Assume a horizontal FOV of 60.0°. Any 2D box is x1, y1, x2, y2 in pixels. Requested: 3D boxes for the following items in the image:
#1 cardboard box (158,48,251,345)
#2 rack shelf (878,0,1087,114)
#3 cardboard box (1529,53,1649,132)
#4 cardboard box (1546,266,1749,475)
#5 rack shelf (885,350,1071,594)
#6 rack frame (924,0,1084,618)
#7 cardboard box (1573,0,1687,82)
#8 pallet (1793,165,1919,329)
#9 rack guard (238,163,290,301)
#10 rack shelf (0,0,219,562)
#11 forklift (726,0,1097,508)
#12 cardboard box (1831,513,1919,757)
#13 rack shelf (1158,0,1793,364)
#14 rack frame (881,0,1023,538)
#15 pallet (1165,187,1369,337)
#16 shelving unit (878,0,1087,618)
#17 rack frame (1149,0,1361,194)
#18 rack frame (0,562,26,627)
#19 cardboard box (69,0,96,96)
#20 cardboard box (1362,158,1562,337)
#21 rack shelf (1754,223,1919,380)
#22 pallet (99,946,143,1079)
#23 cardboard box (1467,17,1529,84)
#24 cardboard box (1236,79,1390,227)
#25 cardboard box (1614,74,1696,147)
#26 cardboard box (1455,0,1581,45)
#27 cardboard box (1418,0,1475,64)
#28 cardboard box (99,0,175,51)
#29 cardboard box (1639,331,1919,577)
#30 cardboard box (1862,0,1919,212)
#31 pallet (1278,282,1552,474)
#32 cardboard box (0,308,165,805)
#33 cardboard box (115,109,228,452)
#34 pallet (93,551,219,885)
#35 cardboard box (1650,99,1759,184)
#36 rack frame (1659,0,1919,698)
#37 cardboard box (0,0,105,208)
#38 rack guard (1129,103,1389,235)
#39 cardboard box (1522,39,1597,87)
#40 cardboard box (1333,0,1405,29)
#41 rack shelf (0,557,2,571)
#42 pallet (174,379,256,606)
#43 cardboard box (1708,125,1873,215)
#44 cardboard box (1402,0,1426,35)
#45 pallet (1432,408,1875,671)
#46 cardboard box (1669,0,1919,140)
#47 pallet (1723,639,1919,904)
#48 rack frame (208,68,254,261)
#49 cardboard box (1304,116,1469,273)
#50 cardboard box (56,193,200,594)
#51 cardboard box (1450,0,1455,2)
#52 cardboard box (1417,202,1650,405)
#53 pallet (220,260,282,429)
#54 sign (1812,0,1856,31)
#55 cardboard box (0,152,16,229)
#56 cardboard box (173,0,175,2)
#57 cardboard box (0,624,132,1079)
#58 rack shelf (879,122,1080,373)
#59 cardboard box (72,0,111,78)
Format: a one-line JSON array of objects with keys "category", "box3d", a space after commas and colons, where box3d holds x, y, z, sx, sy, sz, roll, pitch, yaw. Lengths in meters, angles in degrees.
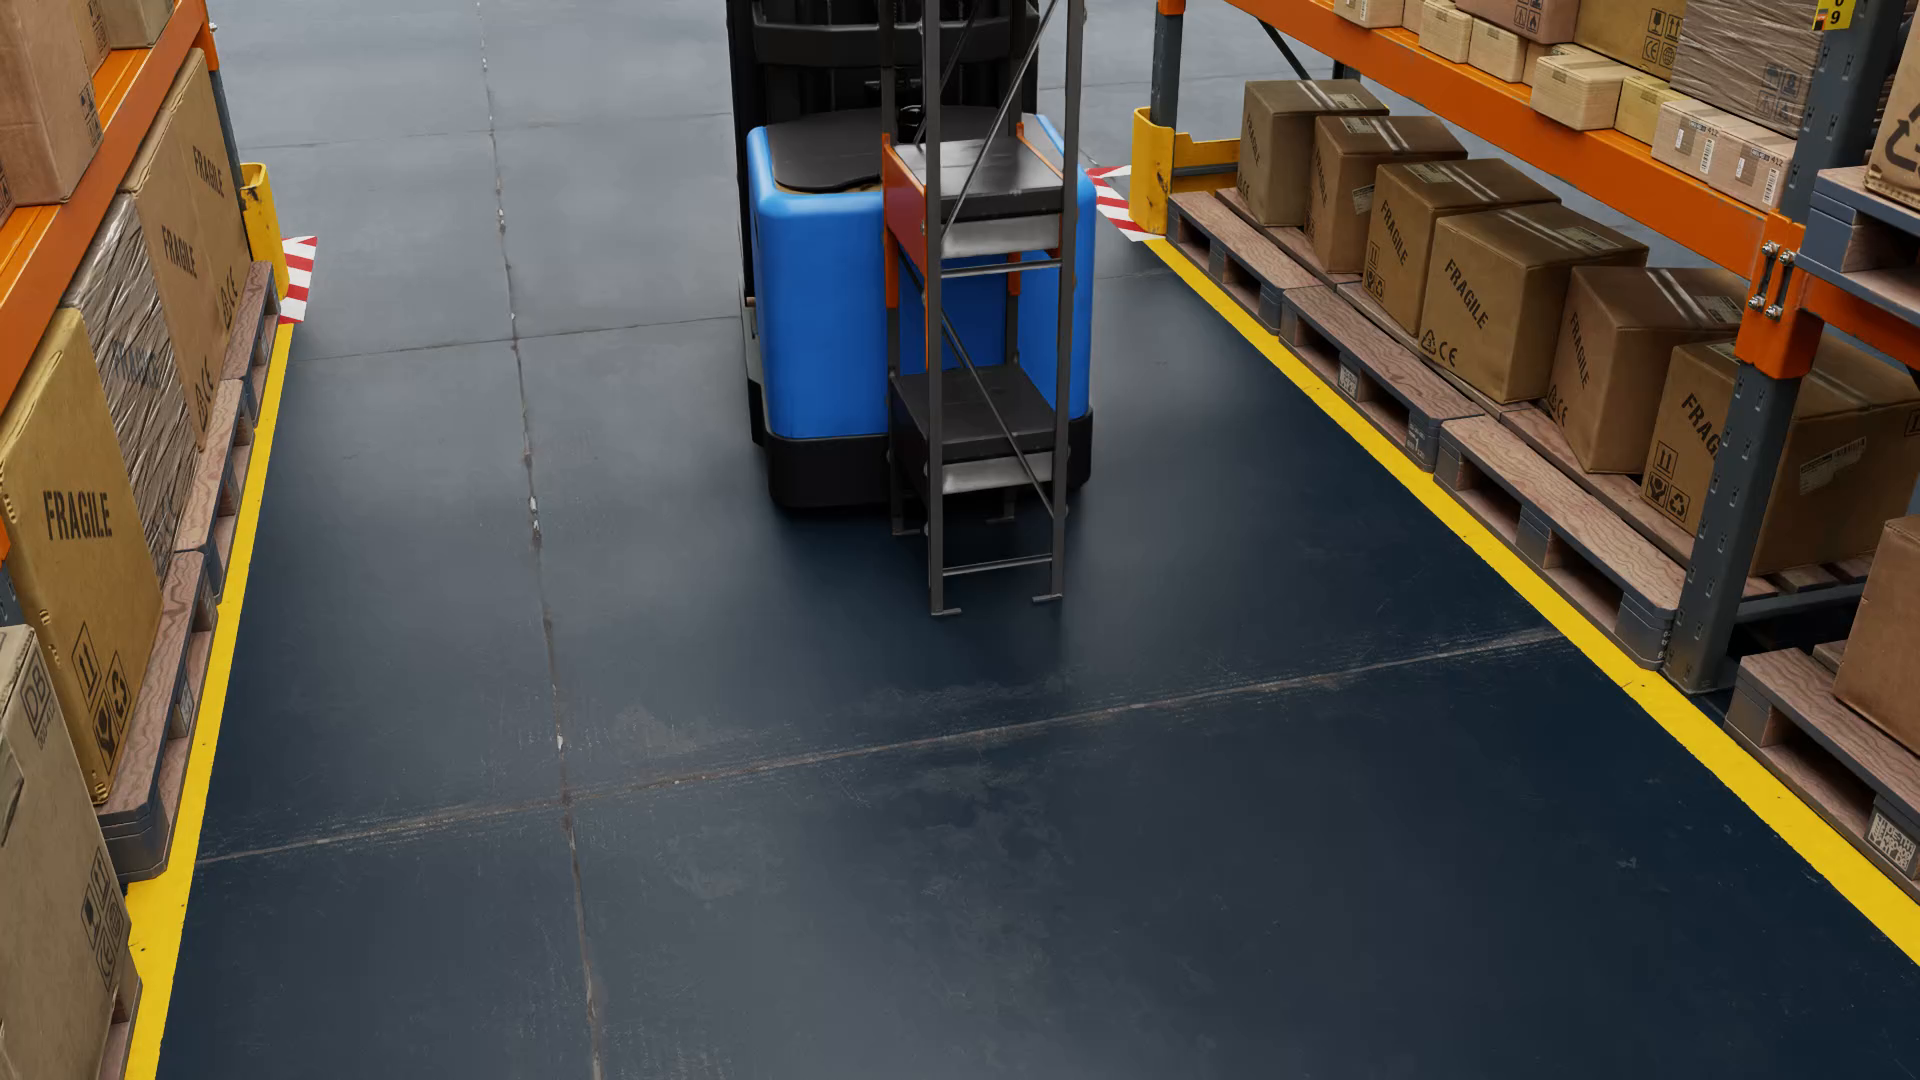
[{"category": "cardboard box", "box3d": [-3.189, -1.230, 6.083, 0.875, 0.875, 0.875, -8, 31, -13]}, {"category": "rack shelf", "box3d": [0.044, -1.423, 4.242, 0.431, 0.518, 0.480, -8, 31, -13]}, {"category": "cardboard box", "box3d": [1.858, -1.278, 4.715, 0.380, 0.149, 0.250, -8, 31, -13]}, {"category": "cardboard box", "box3d": [2.211, -0.540, 5.264, 0.500, 0.500, 0.500, 2, 30, 3]}, {"category": "rack shelf", "box3d": [0.044, -0.211, 4.943, 0.431, 0.518, 0.480, -8, 31, -13]}, {"category": "rack frame", "box3d": [0.109, -0.711, 4.382, 0.400, 2.100, 0.015, -8, 31, -13]}, {"category": "cardboard box", "box3d": [2.280, -1.609, 4.639, 0.875, 0.500, 0.500, -8, 31, -13]}, {"category": "pallet", "box3d": [2.501, -0.494, 3.301, 1.003, 0.211, 1.213, -8, 31, -13]}, {"category": "rack guard", "box3d": [-3.439, -1.217, 6.853, 1.175, 0.500, 0.348, -8, 31, -13]}, {"category": "rack shelf", "box3d": [-2.901, -1.009, 4.718, 1.077, 0.370, 4.000, -8, 31, -13]}, {"category": "forklift", "box3d": [-0.305, -2.088, 5.932, 1.130, 2.935, 3.031, -4, 30, -8]}, {"category": "cardboard box", "box3d": [2.581, 0.225, 3.923, 0.700, 0.500, 0.500, -10, 32, -17]}, {"category": "rack shelf", "box3d": [1.908, -1.620, 5.773, 1.077, 0.370, 4.000, -8, 31, -13]}, {"category": "rack frame", "box3d": [-0.021, -0.947, 4.789, 0.400, 2.100, 0.015, -8, 31, -13]}, {"category": "pallet", "box3d": [1.578, -1.257, 7.211, 1.003, 0.211, 1.213, -8, 31, -13]}, {"category": "shelving unit", "box3d": [0.044, -0.829, 4.586, 0.431, 2.100, 0.503, -8, 31, -13]}, {"category": "rack frame", "box3d": [1.377, -2.897, 7.262, 1.000, 3.000, 0.127, -8, 31, -13]}, {"category": "rack frame", "box3d": [-2.371, -0.355, 2.869, 1.000, 3.000, 0.127, -8, 31, -13]}, {"category": "cardboard box", "box3d": [-2.915, -1.378, 4.487, 0.875, 0.550, 0.500, -8, 31, -13]}, {"category": "cardboard box", "box3d": [1.866, -1.105, 6.240, 0.500, 0.500, 0.500, -5, 30, -9]}, {"category": "rack shelf", "box3d": [2.969, 0.312, 2.435, 1.077, 0.370, 4.000, -8, 31, -13]}, {"category": "pallet", "box3d": [-2.093, 1.215, 2.941, 1.003, 0.211, 1.213, -8, 31, -13]}, {"category": "cardboard box", "box3d": [1.814, -1.532, 5.153, 0.380, 0.149, 0.250, -8, 31, -13]}, {"category": "cardboard box", "box3d": [1.526, -1.694, 7.258, 0.500, 0.500, 0.500, -2, 30, -4]}, {"category": "cardboard box", "box3d": [2.032, -1.172, 4.532, 0.380, 0.149, 0.250, -8, 31, -13]}, {"category": "cardboard box", "box3d": [2.050, -1.837, 5.033, 0.875, 0.500, 0.500, -8, 31, -13]}, {"category": "cardboard box", "box3d": [1.714, -1.648, 5.354, 0.380, 0.149, 0.250, -8, 31, -13]}, {"category": "cardboard box", "box3d": [-3.123, -1.916, 5.416, 0.875, 0.550, 0.550, -8, 31, -13]}, {"category": "cardboard box", "box3d": [2.371, -0.264, 4.788, 0.500, 0.500, 0.500, -9, 31, -15]}, {"category": "cardboard box", "box3d": [2.514, -1.005, 2.973, 1.000, 1.000, 1.000, -8, 31, -13]}, {"category": "pallet", "box3d": [1.899, -0.669, 6.195, 1.003, 0.211, 1.213, -8, 31, -13]}, {"category": "cardboard box", "box3d": [-2.470, 0.070, 3.837, 0.875, 0.875, 0.875, -7, 31, -13]}, {"category": "cardboard box", "box3d": [-2.953, -0.806, 5.349, 0.875, 0.875, 0.875, -8, 31, -14]}, {"category": "pallet", "box3d": [-2.497, 0.474, 4.220, 1.003, 0.211, 1.213, -8, 31, -13]}, {"category": "cardboard box", "box3d": [2.041, -1.044, 4.309, 0.380, 0.149, 0.250, -8, 31, -13]}, {"category": "rack frame", "box3d": [2.438, -0.966, 3.924, 1.000, 3.000, 0.127, -8, 31, -13]}, {"category": "cardboard box", "box3d": [-2.678, -1.135, 4.068, 0.875, 0.550, 0.550, -8, 31, -13]}, {"category": "rack guard", "box3d": [1.397, -1.779, 7.824, 1.175, 0.500, 0.348, -8, 31, -13]}, {"category": "cardboard box", "box3d": [1.919, -1.417, 4.954, 0.380, 0.149, 0.250, -8, 31, -13]}, {"category": "cardboard box", "box3d": [1.527, -1.882, 5.758, 0.380, 0.149, 0.250, -8, 31, -13]}, {"category": "rack shelf", "box3d": [-1.840, 0.922, 1.380, 1.077, 0.370, 4.000, -8, 31, -13]}, {"category": "pallet", "box3d": [-2.824, -0.116, 5.240, 1.003, 0.211, 1.213, -8, 31, -13]}, {"category": "cardboard box", "box3d": [2.098, -0.922, 4.099, 0.380, 0.149, 0.250, -8, 31, -13]}, {"category": "cardboard box", "box3d": [1.721, -1.779, 5.580, 0.380, 0.149, 0.250, -8, 31, -13]}, {"category": "pallet", "box3d": [2.226, -0.078, 5.175, 1.003, 0.211, 1.213, -8, 31, -13]}, {"category": "cardboard box", "box3d": [2.379, -1.363, 4.214, 0.875, 0.500, 0.500, -8, 31, -13]}, {"category": "pallet", "box3d": [2.646, 0.617, 3.973, 1.003, 0.211, 1.213, -8, 31, -13]}, {"category": "rack frame", "box3d": [-3.432, -2.287, 6.207, 1.000, 3.000, 0.127, -8, 31, -13]}, {"category": "cardboard box", "box3d": [1.718, -1.409, 6.767, 0.500, 0.500, 0.500, 0, 30, 0]}, {"category": "cardboard box", "box3d": [-2.713, -0.365, 4.588, 0.875, 0.875, 0.875, -8, 31, -13]}, {"category": "cardboard box", "box3d": [1.957, -2.084, 5.460, 0.875, 0.500, 0.500, -8, 31, -13]}, {"category": "cardboard box", "box3d": [1.971, -0.829, 5.764, 0.500, 0.500, 0.500, -11, 32, -18]}, {"category": "pallet", "box3d": [-3.145, -0.704, 6.256, 1.003, 0.211, 1.213, -8, 31, -13]}, {"category": "sign", "box3d": [1.917, -1.264, 3.576, 0.100, 0.325, 0.005, -8, 31, -13]}, {"category": "cardboard box", "box3d": [-2.648, -0.859, 3.590, 0.875, 0.550, 0.550, -8, 31, -13]}, {"category": "cardboard box", "box3d": [-3.290, -2.179, 5.870, 0.875, 0.550, 0.550, -8, 31, -13]}, {"category": "cardboard box", "box3d": [-2.119, 0.725, 2.830, 1.050, 0.750, 0.750, -8, 31, -14]}, {"category": "rack shelf", "box3d": [0.044, -0.817, 4.593, 0.431, 0.518, 0.480, -8, 31, -13]}, {"category": "cardboard box", "box3d": [-3.095, -1.629, 4.920, 0.875, 0.550, 0.550, -8, 31, -13]}]
